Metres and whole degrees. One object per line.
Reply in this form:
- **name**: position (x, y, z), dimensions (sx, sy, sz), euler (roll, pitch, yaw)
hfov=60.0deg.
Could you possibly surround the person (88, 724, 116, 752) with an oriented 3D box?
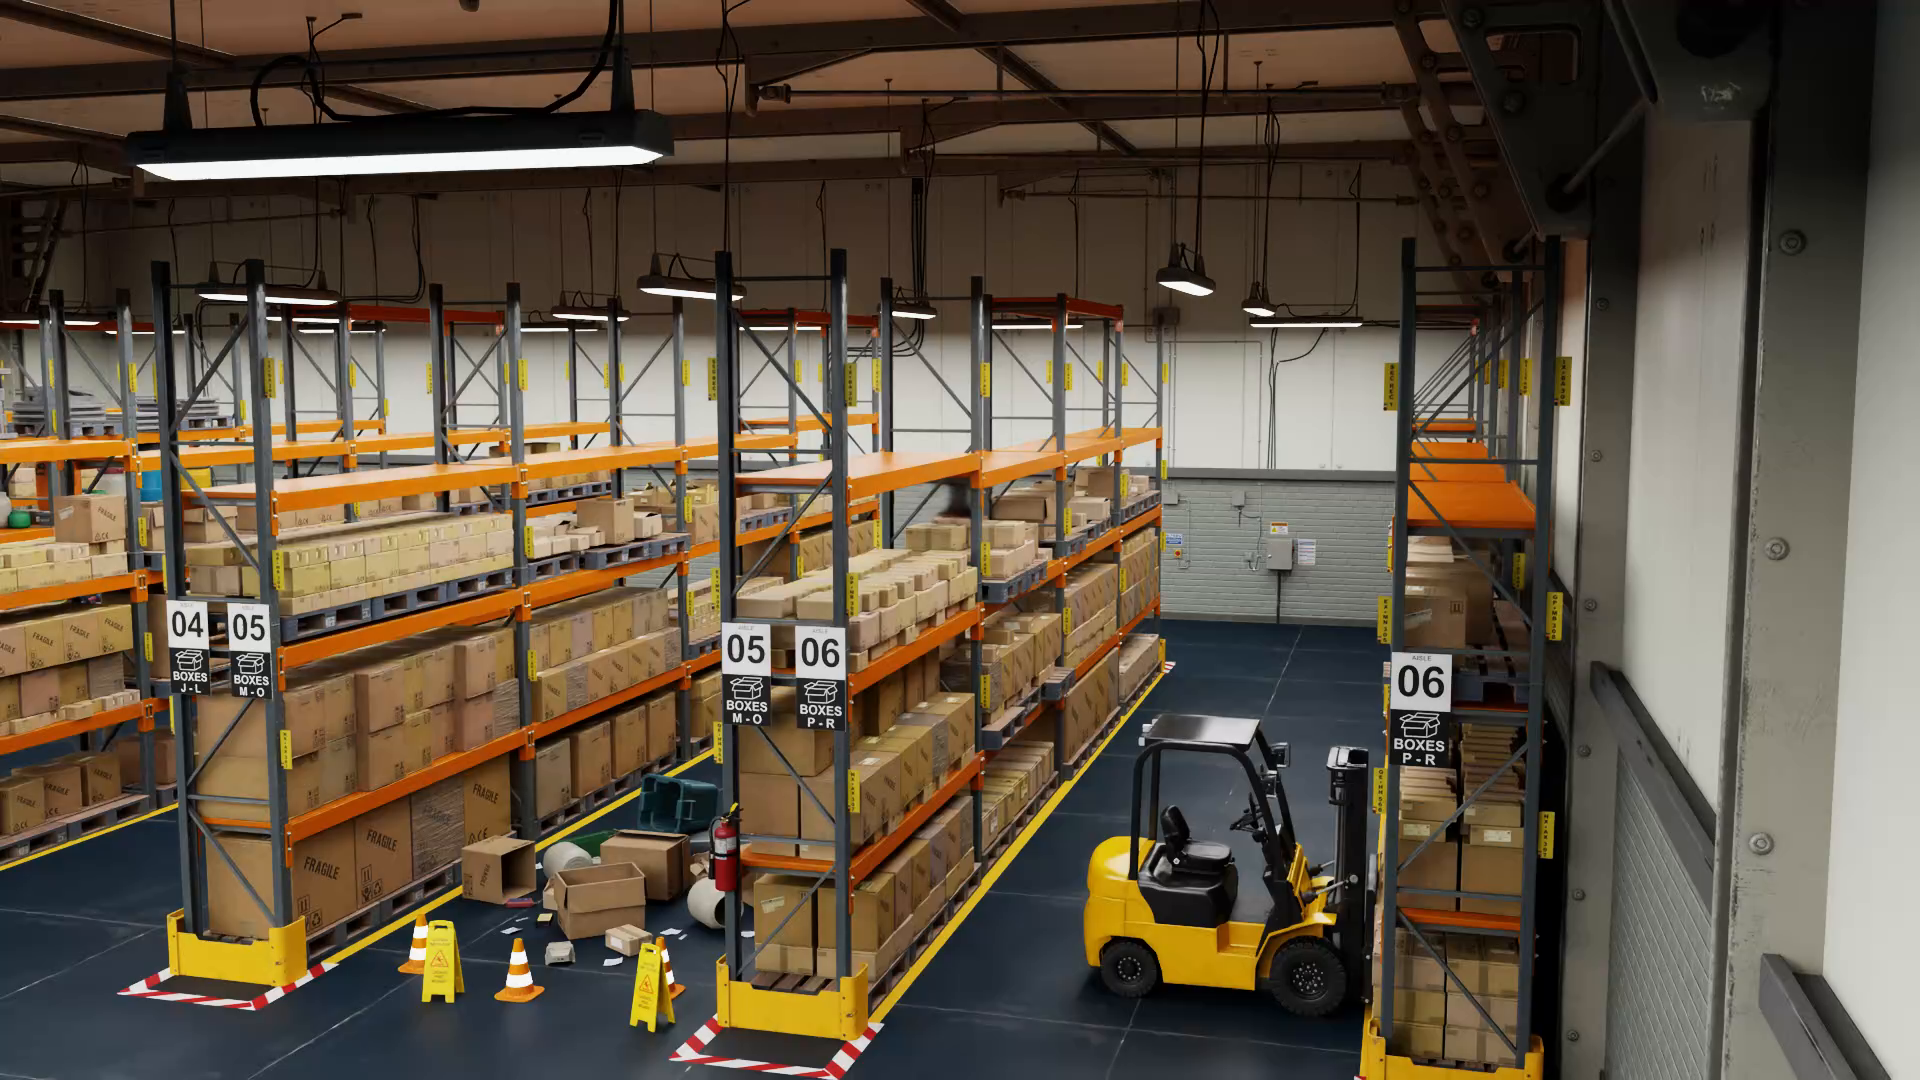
- **person**: position (-11.212, 2.022, 21.618), dimensions (0.589, 1.740, 0.386), euler (-4, 7, -35)
